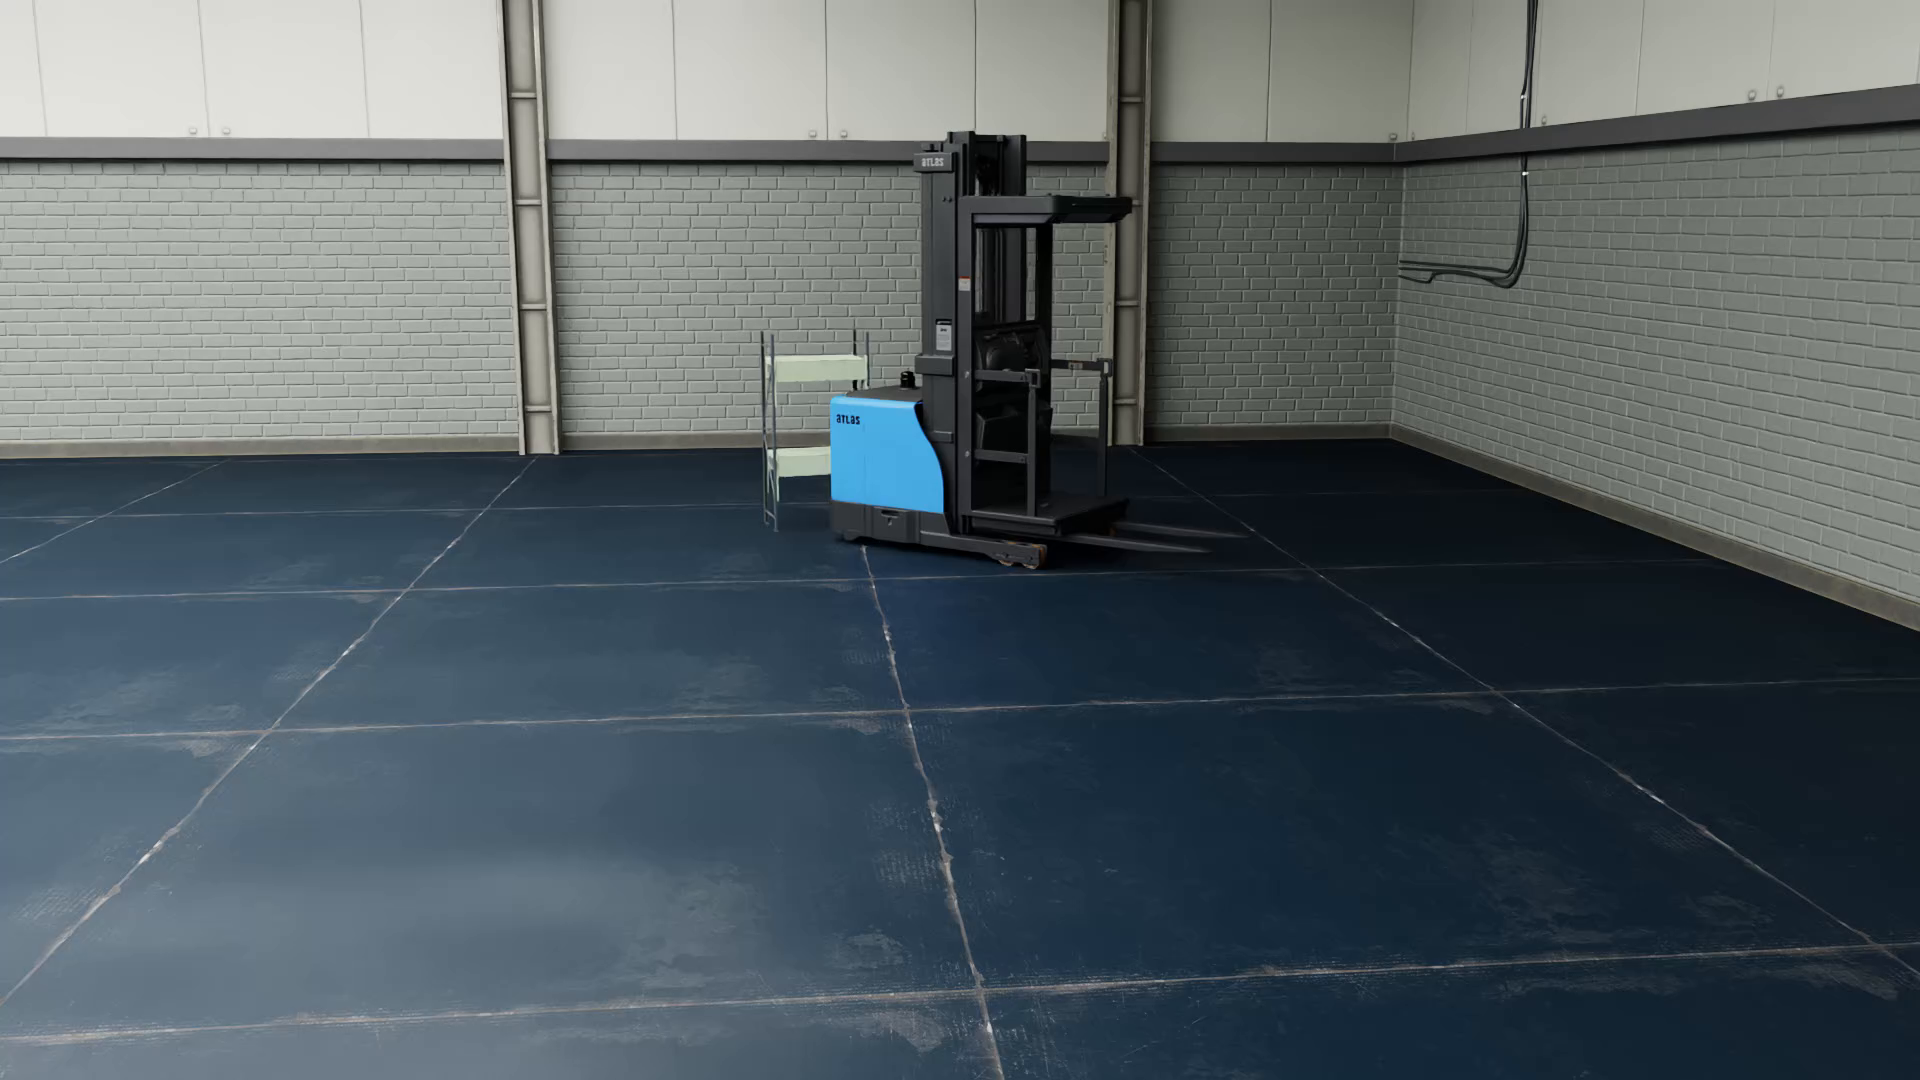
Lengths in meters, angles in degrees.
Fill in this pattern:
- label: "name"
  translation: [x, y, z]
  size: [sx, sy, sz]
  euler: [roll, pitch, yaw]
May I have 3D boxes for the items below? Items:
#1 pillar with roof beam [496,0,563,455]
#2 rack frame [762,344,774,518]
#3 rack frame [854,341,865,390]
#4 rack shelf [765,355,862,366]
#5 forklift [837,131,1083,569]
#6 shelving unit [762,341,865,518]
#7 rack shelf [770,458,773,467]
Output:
- label: "pillar with roof beam"
  translation: [-3.788, -4.481, 11.833]
  size: [0.400, 9.000, 9.100]
  euler: [-1, 11, -6]
- label: "rack frame"
  translation: [-1.459, -0.831, 12.706]
  size: [0.010, 1.308, 0.380]
  euler: [-4, 12, -18]
- label: "rack frame"
  translation: [-0.765, -0.876, 12.936]
  size: [0.010, 1.308, 0.380]
  euler: [-4, 12, -18]
- label: "rack shelf"
  translation: [-1.112, -1.368, 12.720]
  size: [0.686, 0.052, 0.368]
  euler: [-4, 12, -18]
- label: "forklift"
  translation: [0.538, -1.353, 11.654]
  size: [3.031, 2.935, 1.109]
  euler: [7, 13, 33]
- label: "shelving unit"
  translation: [-1.112, -0.854, 12.821]
  size: [0.742, 1.308, 0.380]
  euler: [-4, 12, -18]
- label: "rack shelf"
  translation: [-1.111, -0.604, 12.868]
  size: [0.664, 0.071, 0.332]
  euler: [-4, 12, -18]
